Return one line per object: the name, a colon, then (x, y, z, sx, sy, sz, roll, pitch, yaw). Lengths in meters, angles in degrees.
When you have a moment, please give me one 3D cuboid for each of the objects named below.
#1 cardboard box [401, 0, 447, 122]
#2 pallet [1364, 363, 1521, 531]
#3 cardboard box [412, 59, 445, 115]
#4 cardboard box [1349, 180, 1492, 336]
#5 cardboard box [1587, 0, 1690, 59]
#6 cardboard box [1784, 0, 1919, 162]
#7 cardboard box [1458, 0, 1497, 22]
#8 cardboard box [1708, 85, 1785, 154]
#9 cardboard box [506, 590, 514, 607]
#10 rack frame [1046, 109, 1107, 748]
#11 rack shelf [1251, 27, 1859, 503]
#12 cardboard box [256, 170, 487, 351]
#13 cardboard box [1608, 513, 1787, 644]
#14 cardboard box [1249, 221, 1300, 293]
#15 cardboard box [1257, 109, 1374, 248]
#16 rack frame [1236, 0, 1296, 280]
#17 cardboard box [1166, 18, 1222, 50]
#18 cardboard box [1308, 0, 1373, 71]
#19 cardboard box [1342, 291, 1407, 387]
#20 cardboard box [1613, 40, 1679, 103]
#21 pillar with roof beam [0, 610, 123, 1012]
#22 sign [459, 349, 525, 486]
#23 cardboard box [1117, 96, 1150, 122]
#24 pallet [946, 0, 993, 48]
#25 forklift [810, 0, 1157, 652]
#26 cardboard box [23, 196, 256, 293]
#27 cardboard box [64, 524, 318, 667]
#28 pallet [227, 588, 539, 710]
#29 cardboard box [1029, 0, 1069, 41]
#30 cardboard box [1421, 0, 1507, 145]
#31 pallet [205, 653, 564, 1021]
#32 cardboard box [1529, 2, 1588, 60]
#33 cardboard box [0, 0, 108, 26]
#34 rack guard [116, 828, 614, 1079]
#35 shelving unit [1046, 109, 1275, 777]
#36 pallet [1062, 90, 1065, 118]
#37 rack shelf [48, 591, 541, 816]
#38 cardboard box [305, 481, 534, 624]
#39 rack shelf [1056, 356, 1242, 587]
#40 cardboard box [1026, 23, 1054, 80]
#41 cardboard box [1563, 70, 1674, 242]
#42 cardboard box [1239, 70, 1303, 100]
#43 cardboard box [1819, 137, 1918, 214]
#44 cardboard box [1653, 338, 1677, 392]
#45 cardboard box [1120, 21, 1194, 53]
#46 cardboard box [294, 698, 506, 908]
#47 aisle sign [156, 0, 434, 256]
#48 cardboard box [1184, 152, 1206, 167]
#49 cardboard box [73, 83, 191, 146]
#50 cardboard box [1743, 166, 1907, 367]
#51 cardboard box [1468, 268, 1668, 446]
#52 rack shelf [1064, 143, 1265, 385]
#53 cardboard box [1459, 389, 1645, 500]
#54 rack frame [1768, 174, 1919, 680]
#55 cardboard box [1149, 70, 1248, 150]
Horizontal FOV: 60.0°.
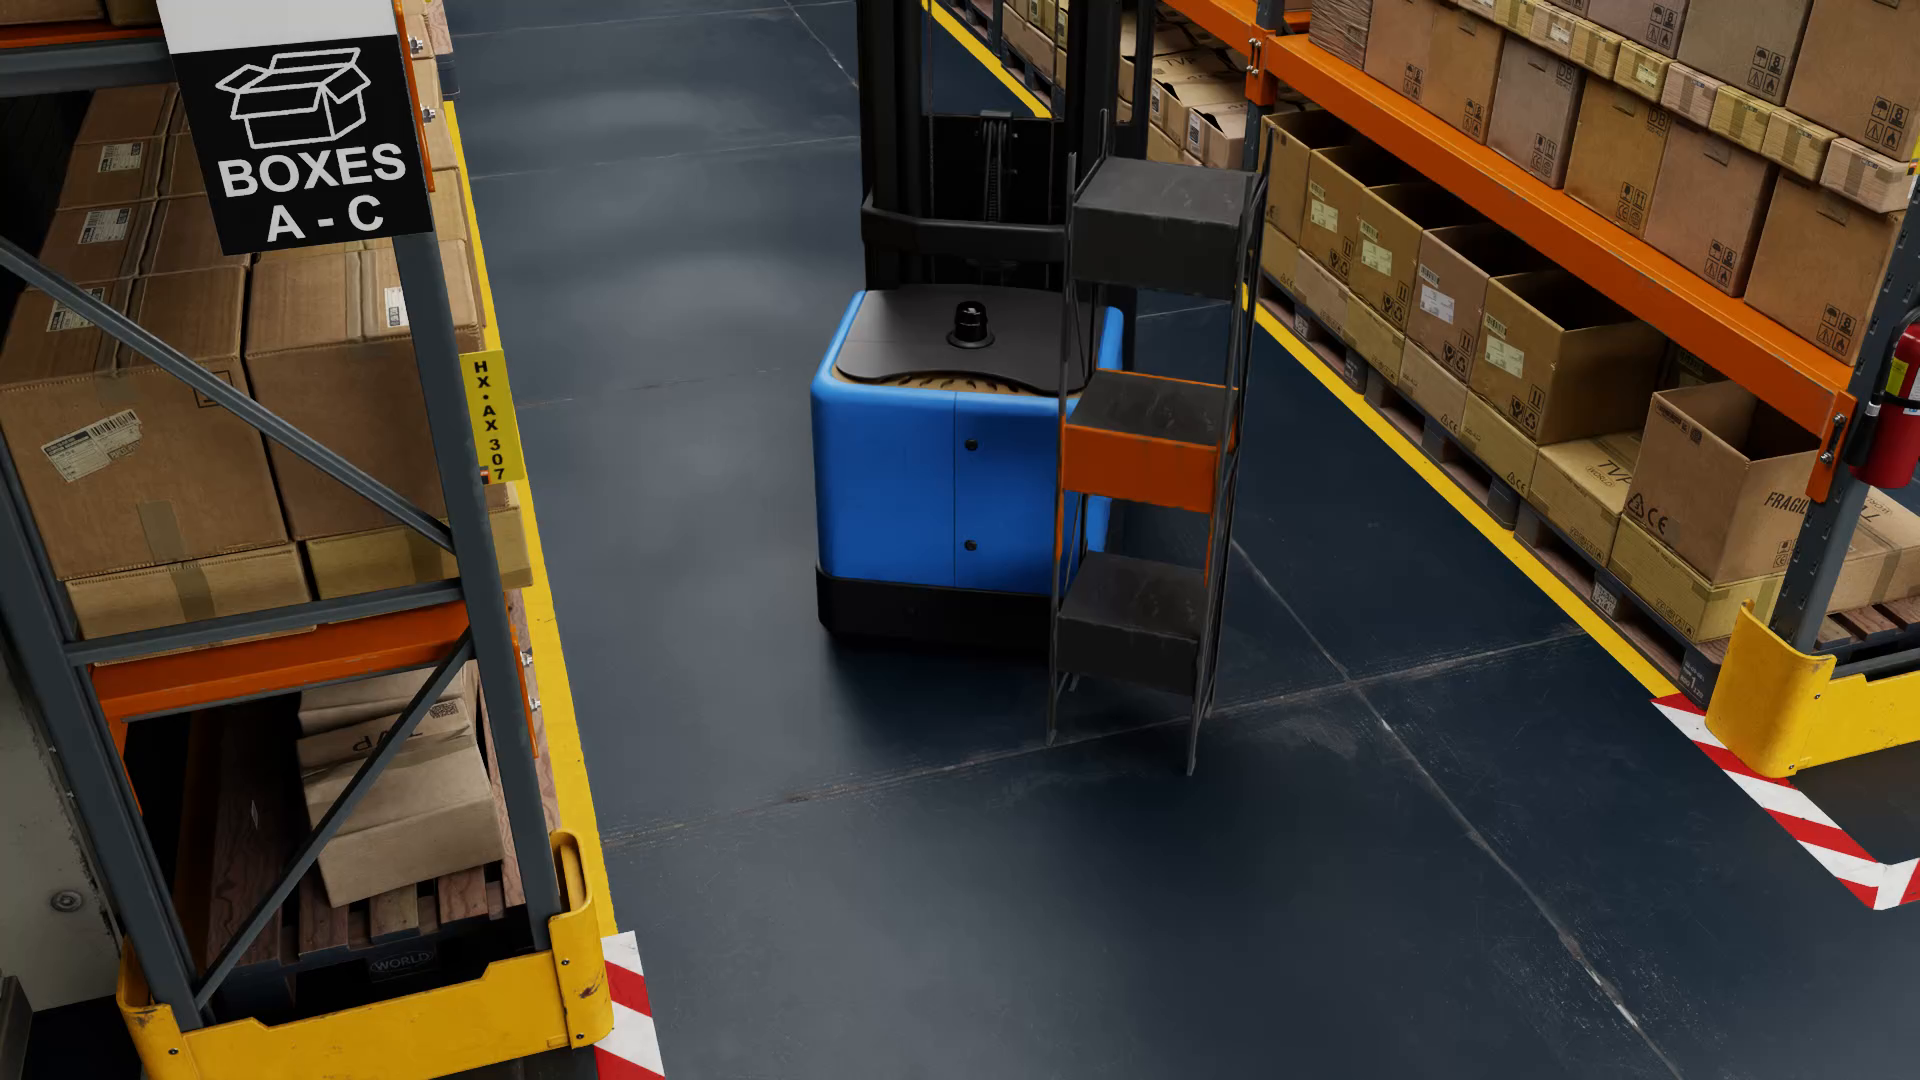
cardboard box: (-2.169, -1.715, 6.062, 0.500, 0.500, 0.500, -10, 35, -15)
pallet: (2.530, -0.519, 7.344, 1.003, 0.211, 1.213, -10, 35, -15)
cardboard box: (-1.866, -1.176, 5.246, 0.500, 0.500, 0.500, -9, 34, -13)
cardboard box: (2.100, -1.268, 7.382, 0.500, 0.500, 0.500, -10, 35, -15)
cardboard box: (2.705, -2.046, 5.858, 0.700, 0.500, 0.500, -10, 35, -15)
cardboard box: (3.025, -1.506, 5.041, 0.700, 0.500, 0.500, -10, 35, -15)
cardboard box: (2.246, -2.211, 6.697, 0.380, 0.149, 0.250, -11, 35, -16)
cardboard box: (2.714, -1.401, 5.470, 0.380, 0.149, 0.250, -11, 35, -15)
cardboard box: (-2.020, -0.025, 5.936, 0.700, 0.500, 0.500, -12, 35, -18)
rack frame: (0.361, -0.273, 5.259, 0.015, 2.100, 0.400, 10, 35, 15)
rack shelf: (2.561, -1.398, 6.798, 1.077, 0.370, 4.000, -10, 35, -15)
cardboard box: (-1.546, -0.634, 4.427, 0.500, 0.500, 0.500, -10, 35, -15)
cardboard box: (2.727, 0.092, 6.004, 0.500, 0.250, 0.500, -10, 35, -15)
cardboard box: (1.804, -1.482, 8.385, 0.500, 0.250, 0.500, -10, 35, -15)
cardboard box: (1.795, -1.793, 8.176, 0.500, 0.500, 0.500, -10, 35, -15)
rack frame: (1.951, -2.749, 8.189, 1.000, 3.000, 0.127, -10, 35, -15)
cardboard box: (1.592, -3.076, 10.289, 0.500, 0.311, 0.500, -9, 35, -13)
cardboard box: (2.093, -2.558, 7.810, 0.700, 0.500, 0.500, -11, 35, -16)
cardboard box: (2.099, -0.955, 7.588, 0.500, 0.250, 0.500, -10, 35, -15)
cardboard box: (2.559, -1.671, 5.879, 0.380, 0.149, 0.250, -9, 34, -13)
pillar with roof beam: (1.518, -3.262, 3.525, 9.100, 9.000, 0.400, -10, 35, -15)
sign: (-1.028, -0.266, 3.646, 0.100, 0.325, 0.005, -10, 35, -15)
cardboard box: (1.240, -2.480, 9.895, 0.500, 0.250, 0.500, -9, 35, -14)
pallet: (0.540, -4.084, 12.738, 1.003, 0.211, 1.213, -10, 35, -15)
forklift: (0.203, -1.613, 6.532, 1.130, 2.935, 3.031, 5, 34, 7)
cardboard box: (-2.035, -0.550, 4.299, 0.500, 0.500, 0.500, -10, 35, -14)
cardboard box: (-1.872, 0.028, 4.105, 0.500, 0.250, 0.500, -10, 35, -14)
pallet: (-2.151, 0.238, 6.198, 1.003, 0.211, 1.213, -10, 35, -15)
cardboard box: (0.780, -3.512, 10.948, 0.500, 0.311, 0.500, -11, 35, -16)
cardboard box: (2.409, -2.018, 6.993, 0.700, 0.500, 0.500, -10, 35, -14)
pallet: (-1.782, 0.878, 5.230, 1.003, 0.211, 1.213, -10, 35, -15)
cardboard box: (2.398, -1.943, 6.291, 0.380, 0.149, 0.250, -10, 35, -15)
cardboard box: (-1.913, -1.291, 3.154, 0.500, 0.500, 0.500, -8, 34, -11)
rack guard: (-1.568, 1.190, 4.496, 1.175, 0.500, 0.348, -10, 35, -15)
shelving unit: (0.593, -0.232, 5.197, 0.503, 2.100, 0.431, 10, 35, 15)
pallet: (1.314, -2.607, 10.504, 1.003, 0.211, 1.213, -10, 35, -15)
rack shelf: (-2.155, -0.563, 5.534, 1.077, 0.370, 4.000, -10, 35, -15)
cardboard box: (-1.391, -0.069, 4.251, 0.500, 0.250, 0.500, -11, 35, -16)
rack shelf: (0.593, -0.221, 5.204, 0.480, 0.518, 0.431, 10, 35, 15)
cardboard box: (0.766, -3.289, 11.119, 0.500, 0.250, 0.500, -11, 35, -16)
cardboard box: (2.731, -1.474, 6.169, 0.700, 0.500, 0.500, -10, 35, -14)
cardboard box: (1.915, -2.533, 9.467, 0.500, 0.311, 0.500, -10, 35, -15)
cardboard box: (2.874, -1.129, 5.059, 0.380, 0.149, 0.250, -11, 35, -16)
cardboard box: (2.901, -0.831, 6.720, 0.500, 0.500, 0.500, -10, 35, -15)
cardboard box: (1.090, -2.974, 10.134, 0.500, 0.311, 0.500, -10, 35, -15)
cardboard box: (-1.670, 0.746, 4.939, 0.500, 0.311, 0.500, -14, 36, -20)
aisle sign: (-1.237, -0.911, 3.049, 0.394, 0.787, 0.004, -10, 35, -15)
cardboard box: (1.549, -1.946, 9.087, 0.500, 0.250, 0.500, -10, 35, -15)
cardboard box: (-2.351, -1.085, 5.109, 0.500, 0.500, 0.500, -10, 35, -14)
cardboard box: (3.041, -0.937, 5.357, 0.700, 0.500, 0.500, -10, 35, -15)
cardboard box: (2.406, -0.743, 6.587, 0.500, 0.500, 0.500, -10, 35, -15)
rack shelf: (0.593, -0.805, 4.818, 0.480, 0.518, 0.431, 10, 35, 15)
cardboard box: (2.408, -0.431, 6.795, 0.500, 0.250, 0.500, -10, 35, -15)
rack frame: (3.172, -0.648, 5.010, 1.000, 3.000, 0.127, -10, 35, -15)
cardboard box: (1.390, -2.447, 9.337, 0.500, 0.311, 0.500, -9, 35, -13)
